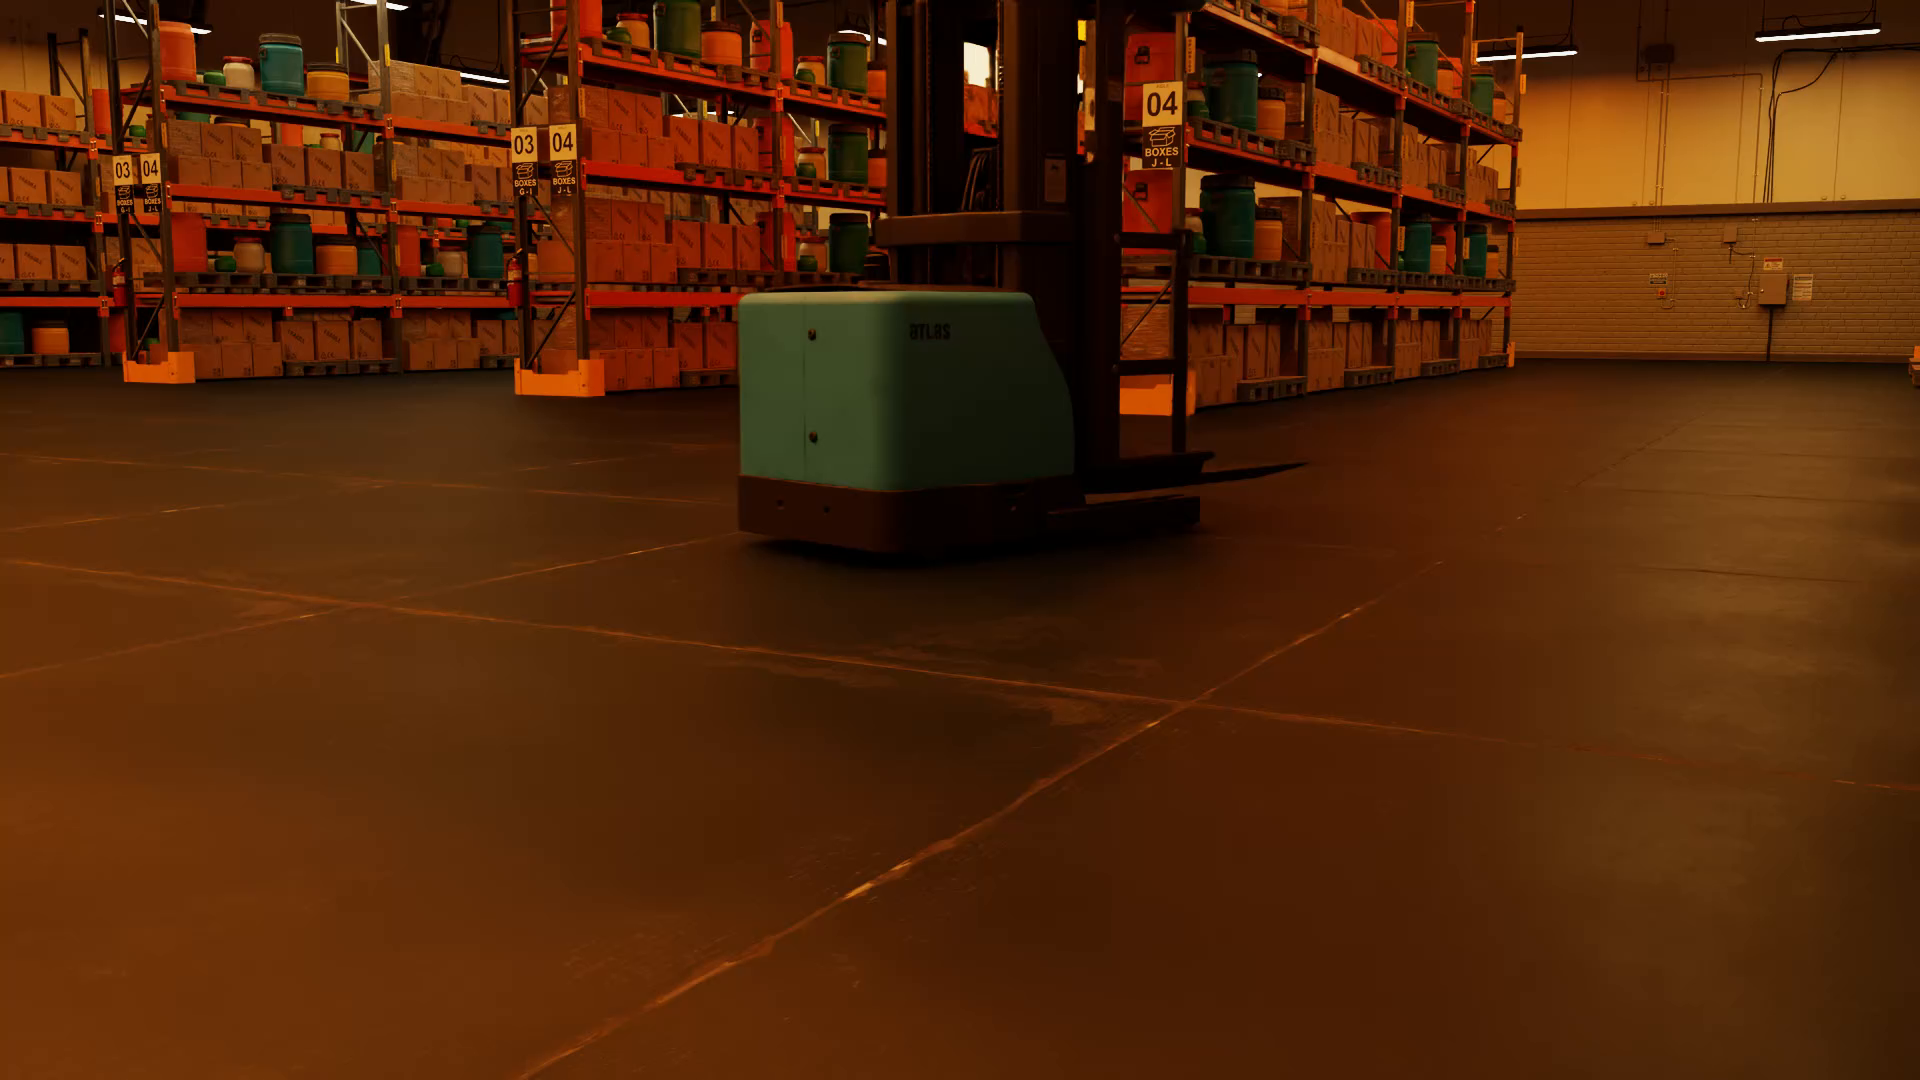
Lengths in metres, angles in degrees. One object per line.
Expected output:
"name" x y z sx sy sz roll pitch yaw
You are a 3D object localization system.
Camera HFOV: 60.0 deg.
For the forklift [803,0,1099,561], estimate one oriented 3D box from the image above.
"forklift" 0.072 -1.535 7.712 1.130 2.935 3.031 1 8 7
